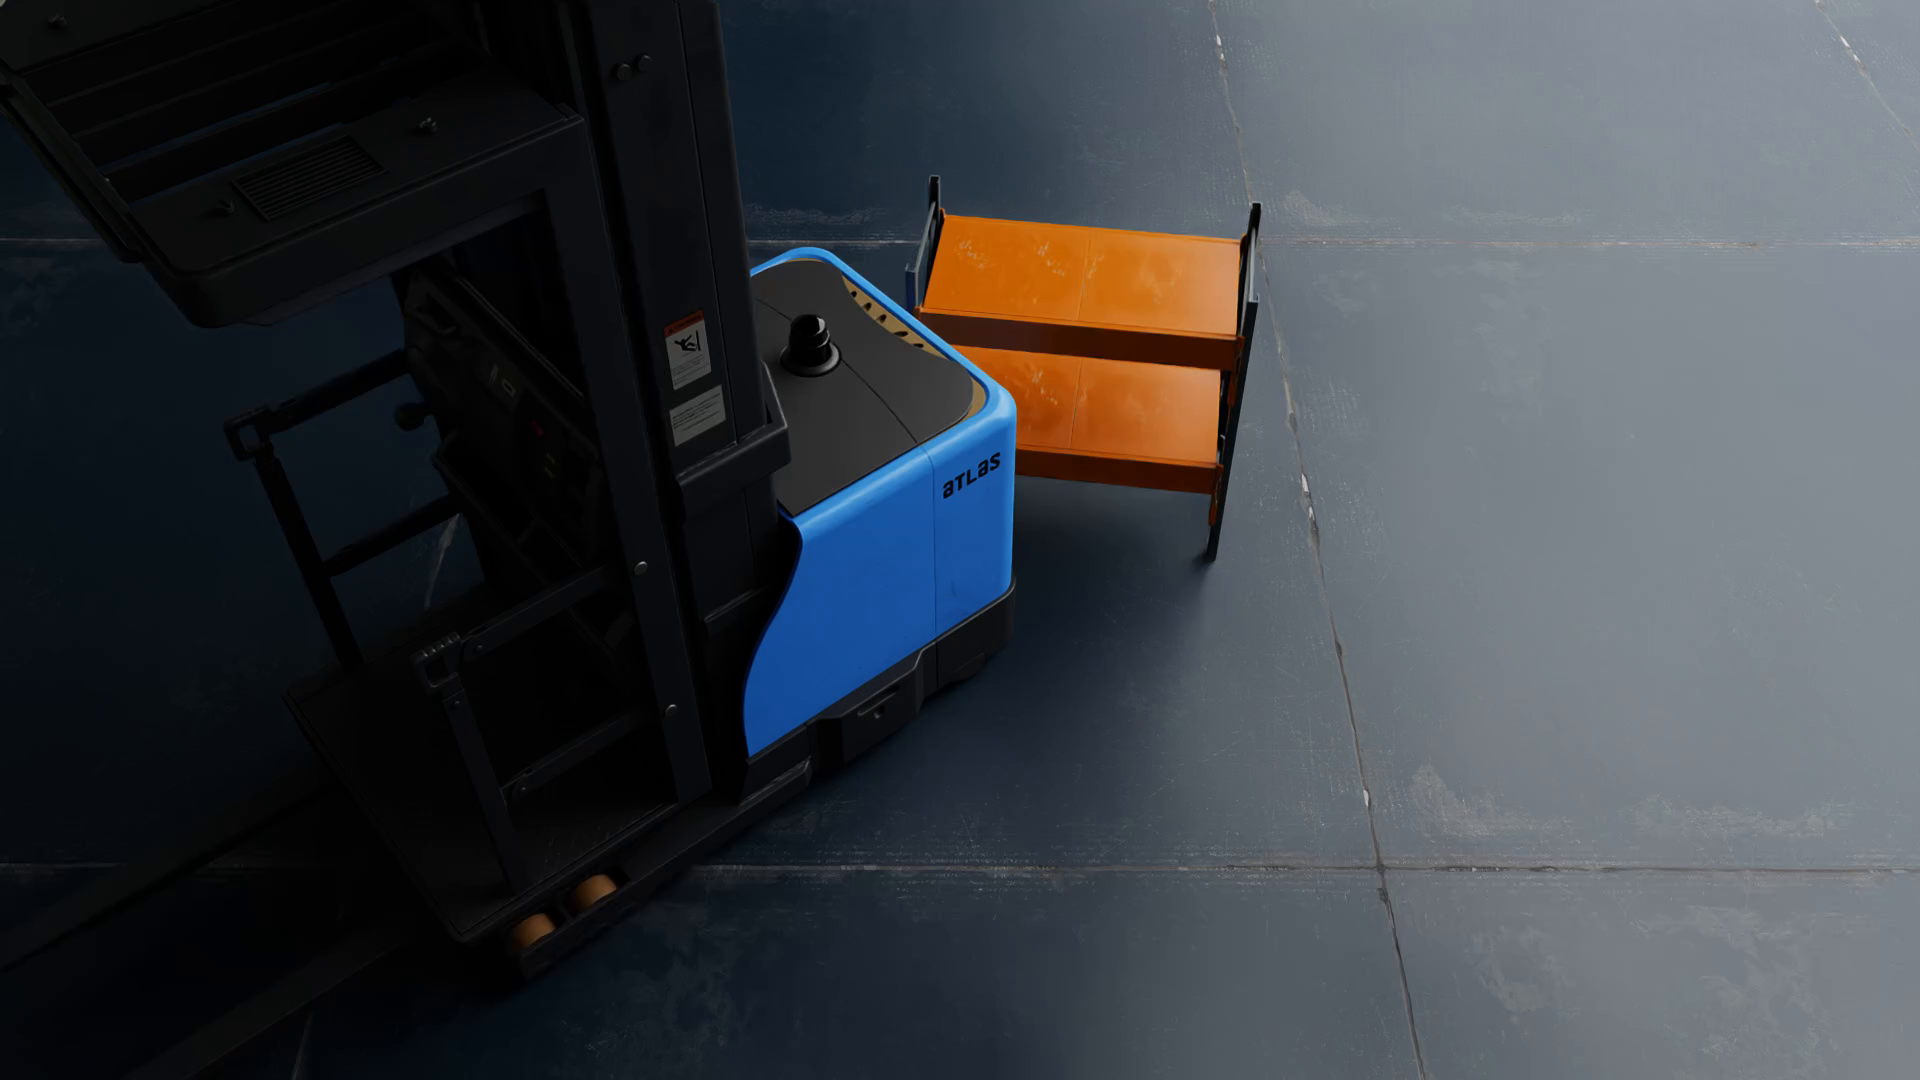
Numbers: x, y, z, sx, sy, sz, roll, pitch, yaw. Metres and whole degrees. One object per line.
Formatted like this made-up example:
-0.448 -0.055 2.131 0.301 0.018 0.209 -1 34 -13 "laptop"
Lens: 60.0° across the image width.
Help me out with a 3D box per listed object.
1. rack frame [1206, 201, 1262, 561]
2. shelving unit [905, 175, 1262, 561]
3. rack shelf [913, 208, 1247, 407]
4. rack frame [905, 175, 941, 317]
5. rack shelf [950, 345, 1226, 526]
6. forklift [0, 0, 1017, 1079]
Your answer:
0.893 -0.493 5.441 0.032 1.125 0.500 6 47 5 "rack frame"
0.389 -0.546 5.489 1.048 1.125 0.538 6 47 5 "shelving unit"
0.389 -0.745 5.275 1.000 0.278 0.538 6 47 5 "rack shelf"
-0.114 -0.598 5.538 0.032 1.125 0.500 6 47 5 "rack frame"
0.389 -0.379 5.668 1.000 0.278 0.538 6 47 5 "rack shelf"
-1.278 -0.238 3.969 3.031 2.935 1.130 -32 55 -26 "forklift"
